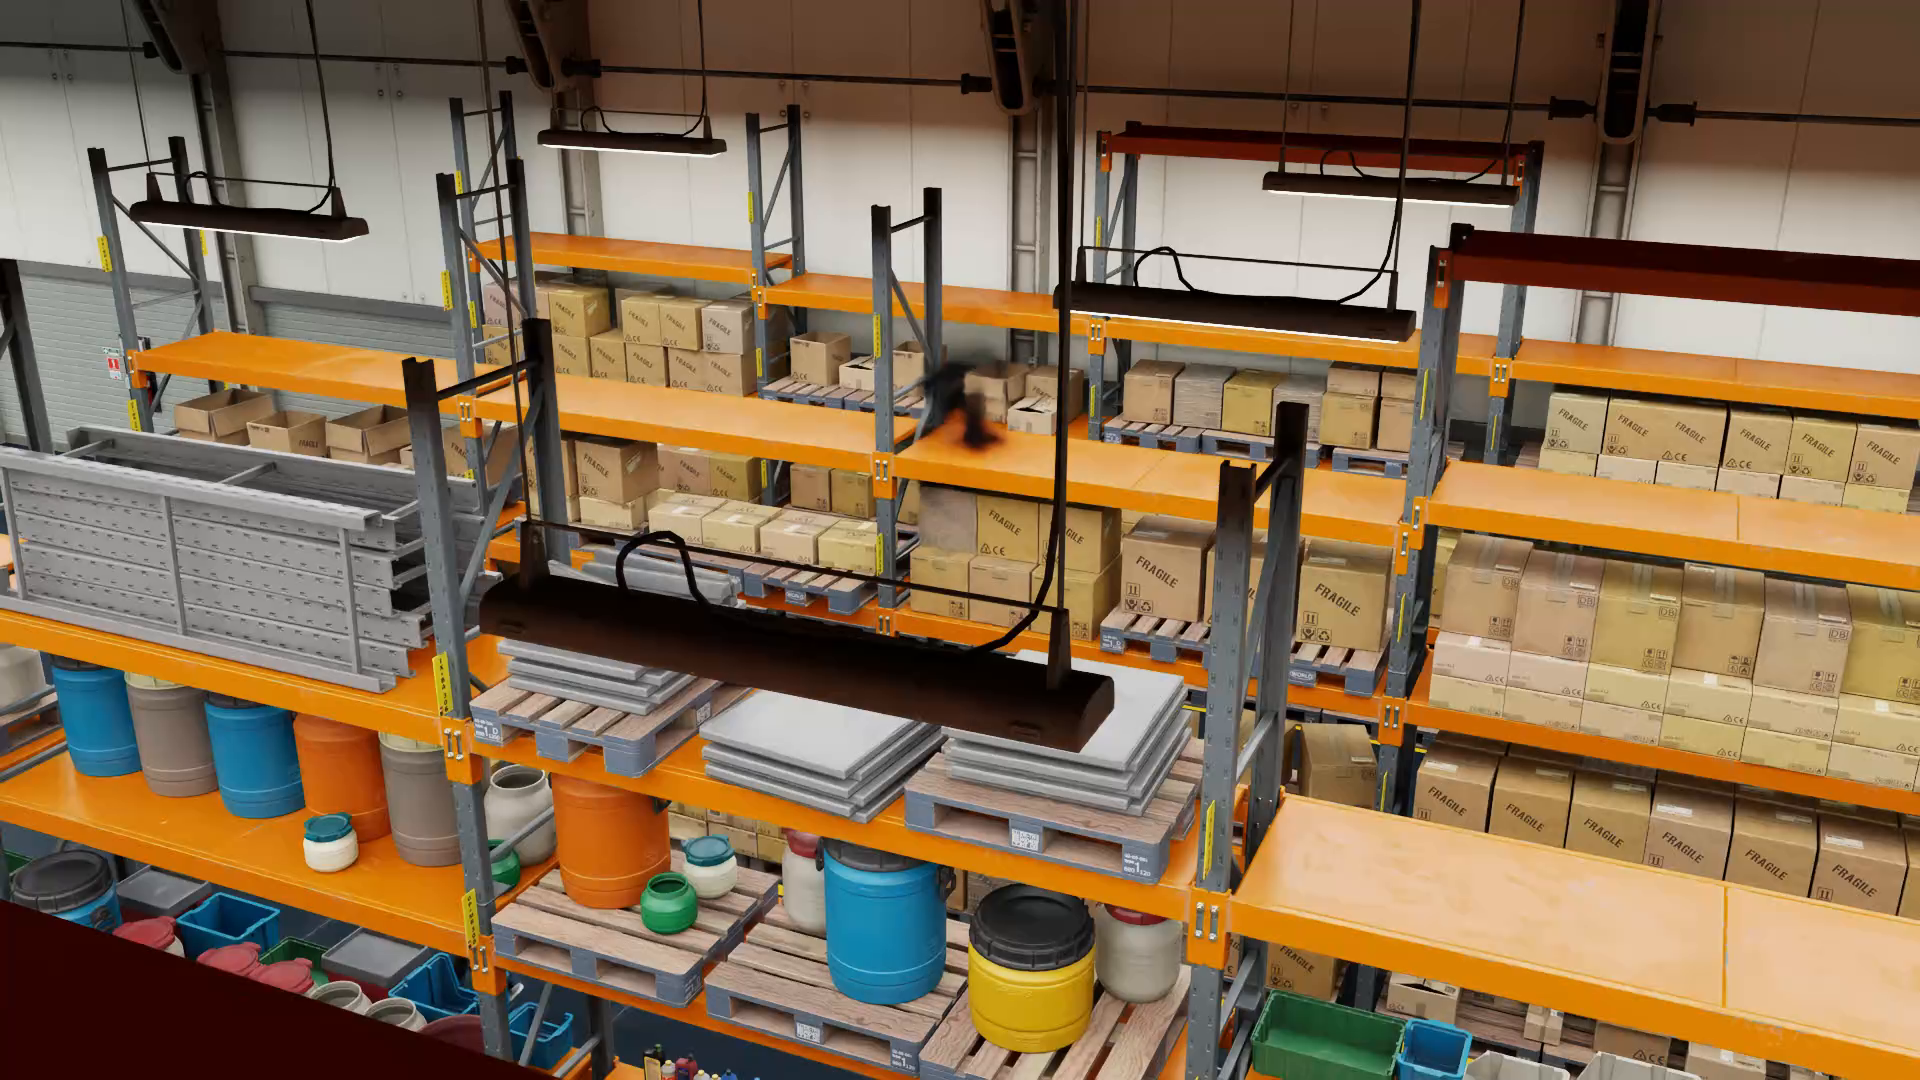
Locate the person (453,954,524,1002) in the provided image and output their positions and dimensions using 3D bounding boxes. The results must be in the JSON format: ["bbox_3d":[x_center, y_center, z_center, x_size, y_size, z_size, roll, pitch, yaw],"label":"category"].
[{"bbox_3d":[-3.758,2.861,12.759,0.889,1.580,0.540,6,21,16],"label":"person"}]
